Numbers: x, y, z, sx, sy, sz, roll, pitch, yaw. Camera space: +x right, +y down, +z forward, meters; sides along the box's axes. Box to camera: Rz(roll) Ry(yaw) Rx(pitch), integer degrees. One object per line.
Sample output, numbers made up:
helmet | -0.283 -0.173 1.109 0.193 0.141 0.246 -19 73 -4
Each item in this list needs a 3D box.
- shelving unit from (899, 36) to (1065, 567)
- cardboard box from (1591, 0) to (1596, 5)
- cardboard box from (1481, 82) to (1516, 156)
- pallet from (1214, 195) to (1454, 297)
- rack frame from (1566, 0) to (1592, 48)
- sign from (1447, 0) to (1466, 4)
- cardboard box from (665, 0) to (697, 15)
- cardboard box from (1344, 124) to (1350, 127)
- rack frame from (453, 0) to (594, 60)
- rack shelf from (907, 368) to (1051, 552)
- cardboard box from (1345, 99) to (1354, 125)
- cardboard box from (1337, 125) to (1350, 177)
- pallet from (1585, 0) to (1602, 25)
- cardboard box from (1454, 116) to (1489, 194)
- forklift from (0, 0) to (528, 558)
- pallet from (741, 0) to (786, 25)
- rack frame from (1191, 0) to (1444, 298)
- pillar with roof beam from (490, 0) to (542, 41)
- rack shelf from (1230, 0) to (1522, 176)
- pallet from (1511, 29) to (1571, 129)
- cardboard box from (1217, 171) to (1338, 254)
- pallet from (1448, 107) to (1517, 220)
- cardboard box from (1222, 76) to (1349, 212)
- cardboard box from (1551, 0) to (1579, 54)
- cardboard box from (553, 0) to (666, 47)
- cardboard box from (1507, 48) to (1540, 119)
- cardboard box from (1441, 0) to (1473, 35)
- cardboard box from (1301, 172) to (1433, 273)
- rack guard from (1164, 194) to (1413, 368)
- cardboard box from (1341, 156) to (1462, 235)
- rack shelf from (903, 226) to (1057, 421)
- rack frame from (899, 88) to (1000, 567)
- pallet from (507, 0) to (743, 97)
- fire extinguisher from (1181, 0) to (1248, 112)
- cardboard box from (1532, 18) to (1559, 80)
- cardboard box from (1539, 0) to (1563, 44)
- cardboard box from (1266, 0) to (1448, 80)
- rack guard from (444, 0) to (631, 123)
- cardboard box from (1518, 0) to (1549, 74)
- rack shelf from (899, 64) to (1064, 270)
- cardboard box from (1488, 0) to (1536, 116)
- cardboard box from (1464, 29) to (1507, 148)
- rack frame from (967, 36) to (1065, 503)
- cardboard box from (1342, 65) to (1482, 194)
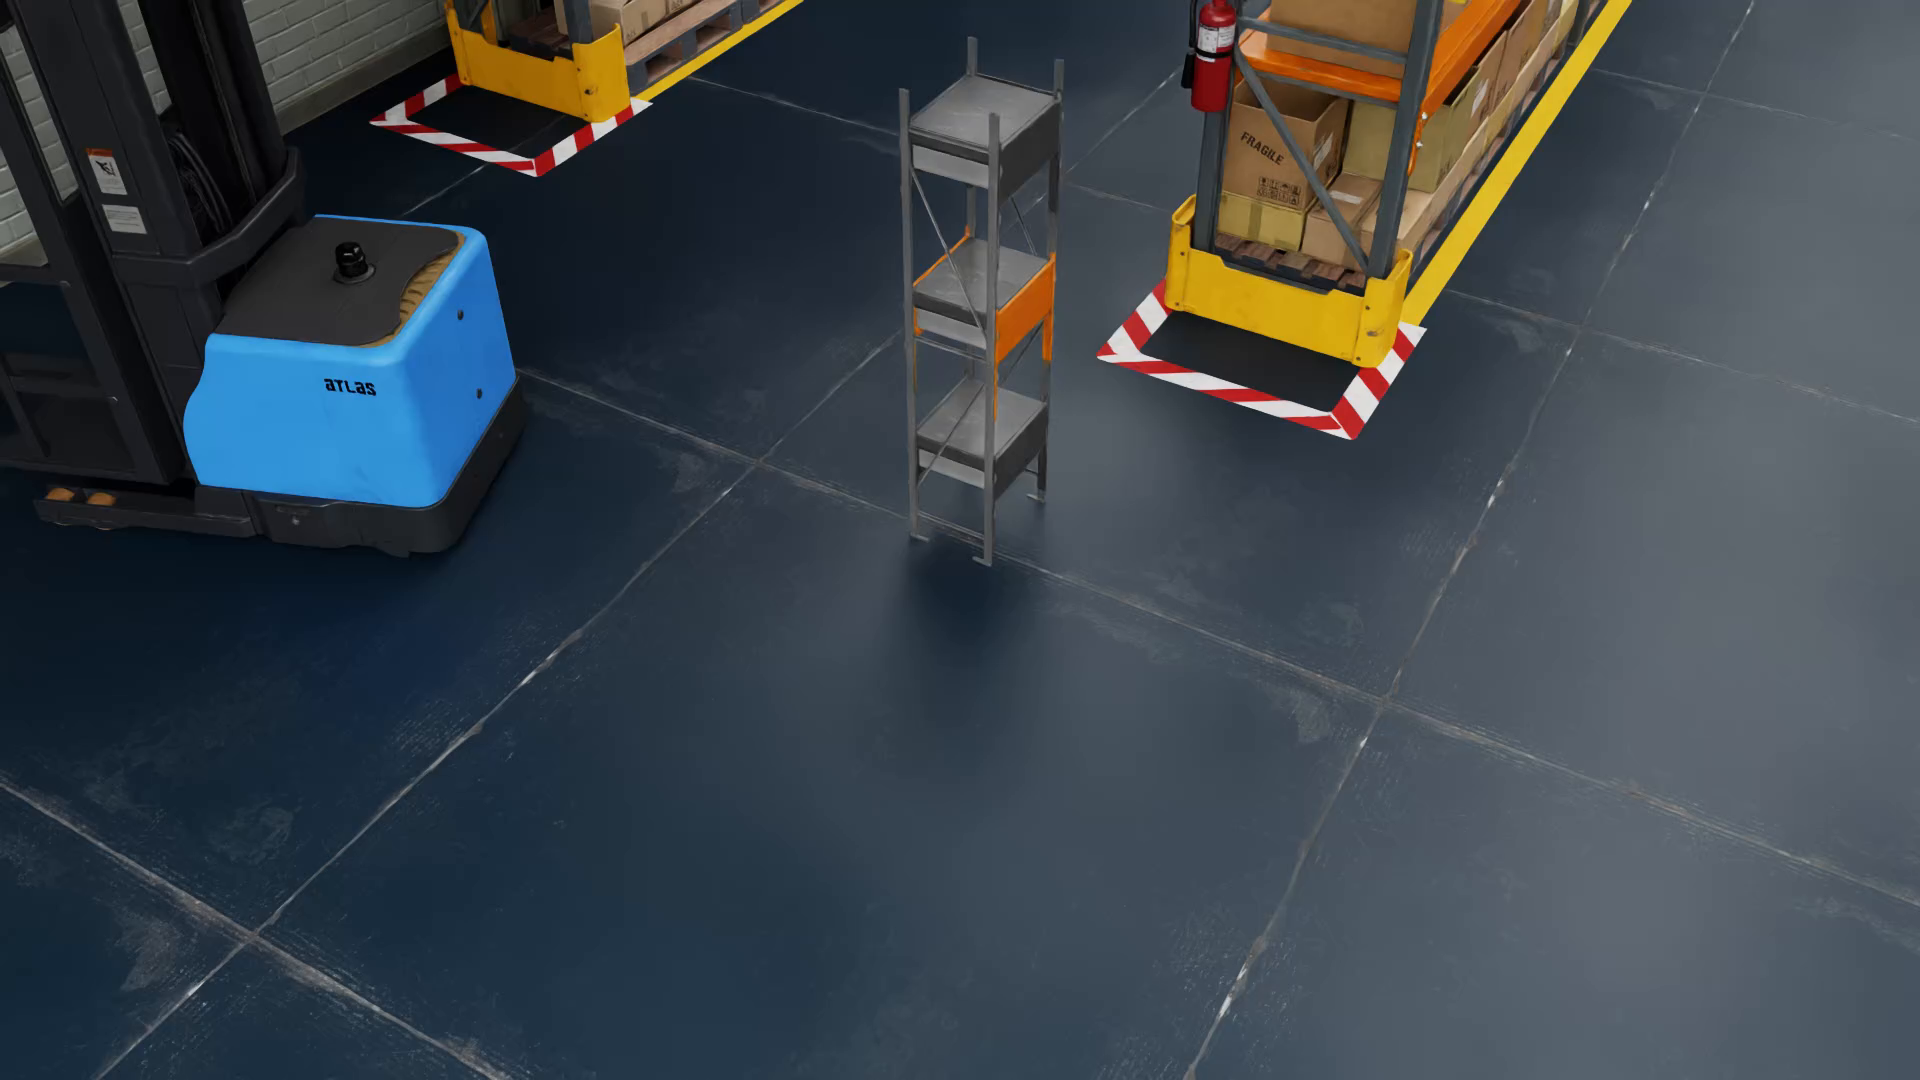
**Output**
shelving unit | 0.083 -0.883 6.664 0.431 2.100 0.503 21 45 22
cardboard box | 4.059 -3.827 11.089 0.500 0.250 0.500 20 45 21
cardboard box | 2.854 -2.481 9.560 0.500 0.250 0.500 21 45 22
pallet | 1.987 -1.669 8.985 1.003 0.211 1.213 21 45 22
rack frame | 3.642 -4.553 10.150 1.000 3.000 0.127 21 45 22
sign | 2.118 -2.432 7.027 0.100 0.325 0.005 21 45 22
cardboard box | -1.941 -3.748 10.939 0.500 0.311 0.500 25 47 25
cardboard box | 2.142 -2.371 9.435 0.500 0.250 0.500 21 45 22
rack frame | -2.650 -3.900 9.409 1.000 3.000 0.127 21 45 22
rack shelf | 0.083 -0.347 7.135 0.431 0.518 0.480 21 45 22
cardboard box | 2.139 -2.653 9.189 0.500 0.500 0.500 21 45 22
cardboard box | 1.893 -2.084 9.110 0.500 0.250 0.500 21 45 22
pallet | 3.977 -3.941 11.565 1.003 0.211 1.213 21 45 22
cardboard box | 2.599 -2.196 9.237 0.500 0.250 0.500 21 45 22
forklift | -3.584 -1.481 6.714 3.031 2.935 1.130 6 42 7
pallet | -1.563 -4.046 11.684 1.003 0.211 1.213 21 45 22
rack frame | 1.641 -2.264 7.551 1.000 3.000 0.127 21 45 22
pillar with roof beam | 0.679 -5.414 6.589 9.100 9.000 0.400 21 45 22
rack shelf | 2.642 -3.138 9.088 1.077 0.370 4.000 21 45 22
pallet | 3.208 -3.065 10.571 1.003 0.211 1.213 21 45 22
cardboard box | 1.653 -1.794 8.781 0.500 0.250 0.500 21 45 22
pallet | 2.599 -2.364 9.775 1.003 0.211 1.213 21 45 22
cardboard box | 1.651 -2.076 8.534 0.500 0.500 0.500 21 45 22
cardboard box | 3.600 -3.341 10.537 0.500 0.250 0.500 21 45 22
cardboard box | -2.226 -3.422 10.568 0.500 0.311 0.500 16 44 17
cardboard box | 3.103 -2.767 9.885 0.500 0.250 0.500 21 45 22
cardboard box | 2.144 -2.866 8.160 0.700 0.500 0.500 22 46 23
cardboard box | 2.102 -1.623 8.586 0.500 0.250 0.500 21 45 22
rack guard | 1.629 -1.312 8.362 1.175 0.500 0.348 21 45 22
cardboard box | 2.349 -1.910 8.912 0.500 0.250 0.500 21 45 22
rack shelf | 0.083 -0.872 6.673 0.431 0.518 0.480 21 45 22
rack frame | -0.039 -0.743 6.505 0.400 2.100 0.015 21 45 22
pallet | -2.175 -3.350 10.895 1.003 0.211 1.213 21 45 22
fire extinguisher | 1.179 -2.321 7.674 0.296 0.674 0.183 21 45 22
cardboard box | 3.341 -3.058 10.216 0.500 0.250 0.500 21 45 22
cardboard box | 3.339 -3.340 9.968 0.500 0.500 0.500 21 45 22
cardboard box | 1.885 -2.564 7.817 0.700 0.500 0.500 21 45 22
rack guard | -2.612 -3.005 10.285 1.175 0.500 0.348 21 45 22
cardboard box | 3.092 -3.053 9.642 0.500 0.500 0.500 21 45 22
rack shelf | 0.083 -1.398 6.210 0.431 0.518 0.480 21 45 22
cardboard box | 2.855 -2.762 9.312 0.500 0.500 0.500 21 45 22
cardboard box | 2.589 -2.481 8.994 0.500 0.500 0.500 21 45 22
rack frame | 0.205 -1.022 6.822 0.400 2.100 0.015 21 45 22
cardboard box | 2.350 -2.191 8.664 0.500 0.500 0.500 21 45 22
